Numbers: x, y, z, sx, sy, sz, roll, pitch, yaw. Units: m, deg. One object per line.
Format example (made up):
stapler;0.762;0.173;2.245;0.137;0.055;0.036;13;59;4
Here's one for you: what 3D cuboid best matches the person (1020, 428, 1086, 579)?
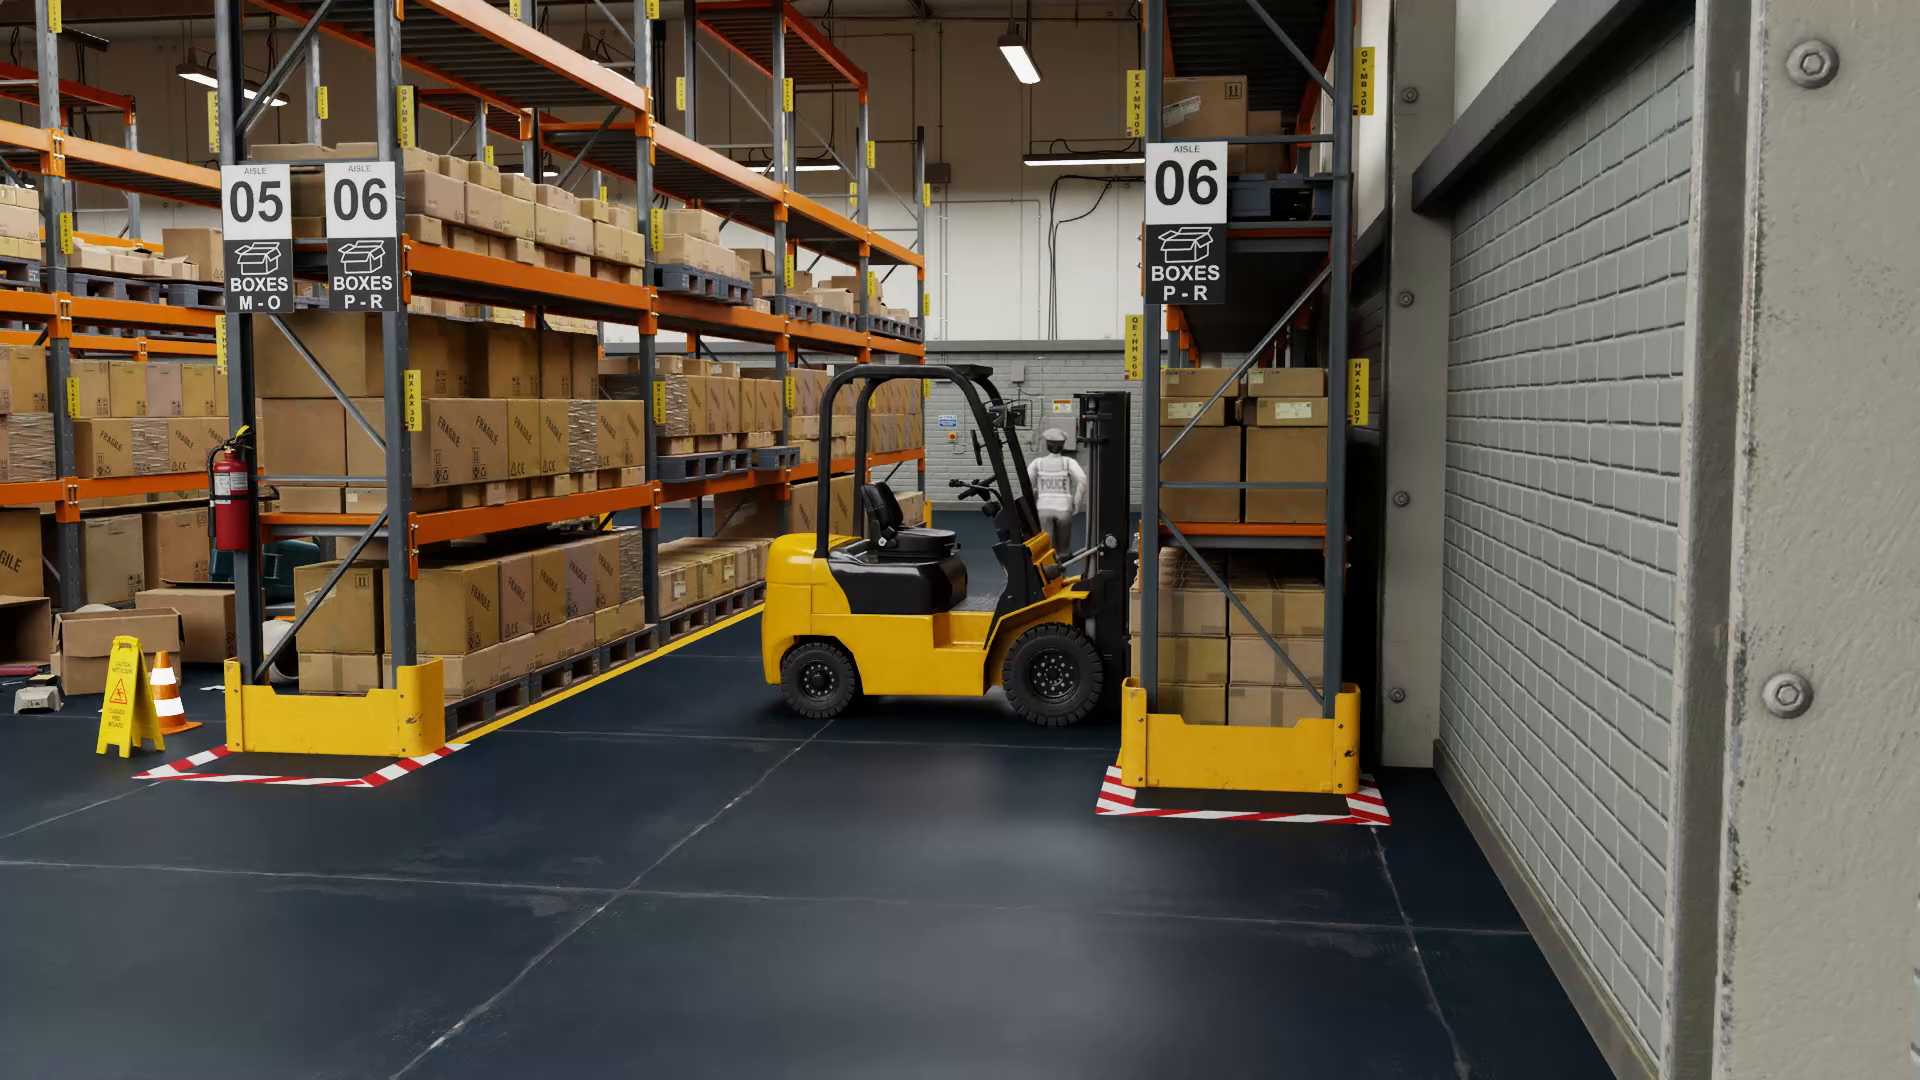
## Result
person;0.889;-0.190;15.709;0.626;1.727;0.814;0;5;-1
